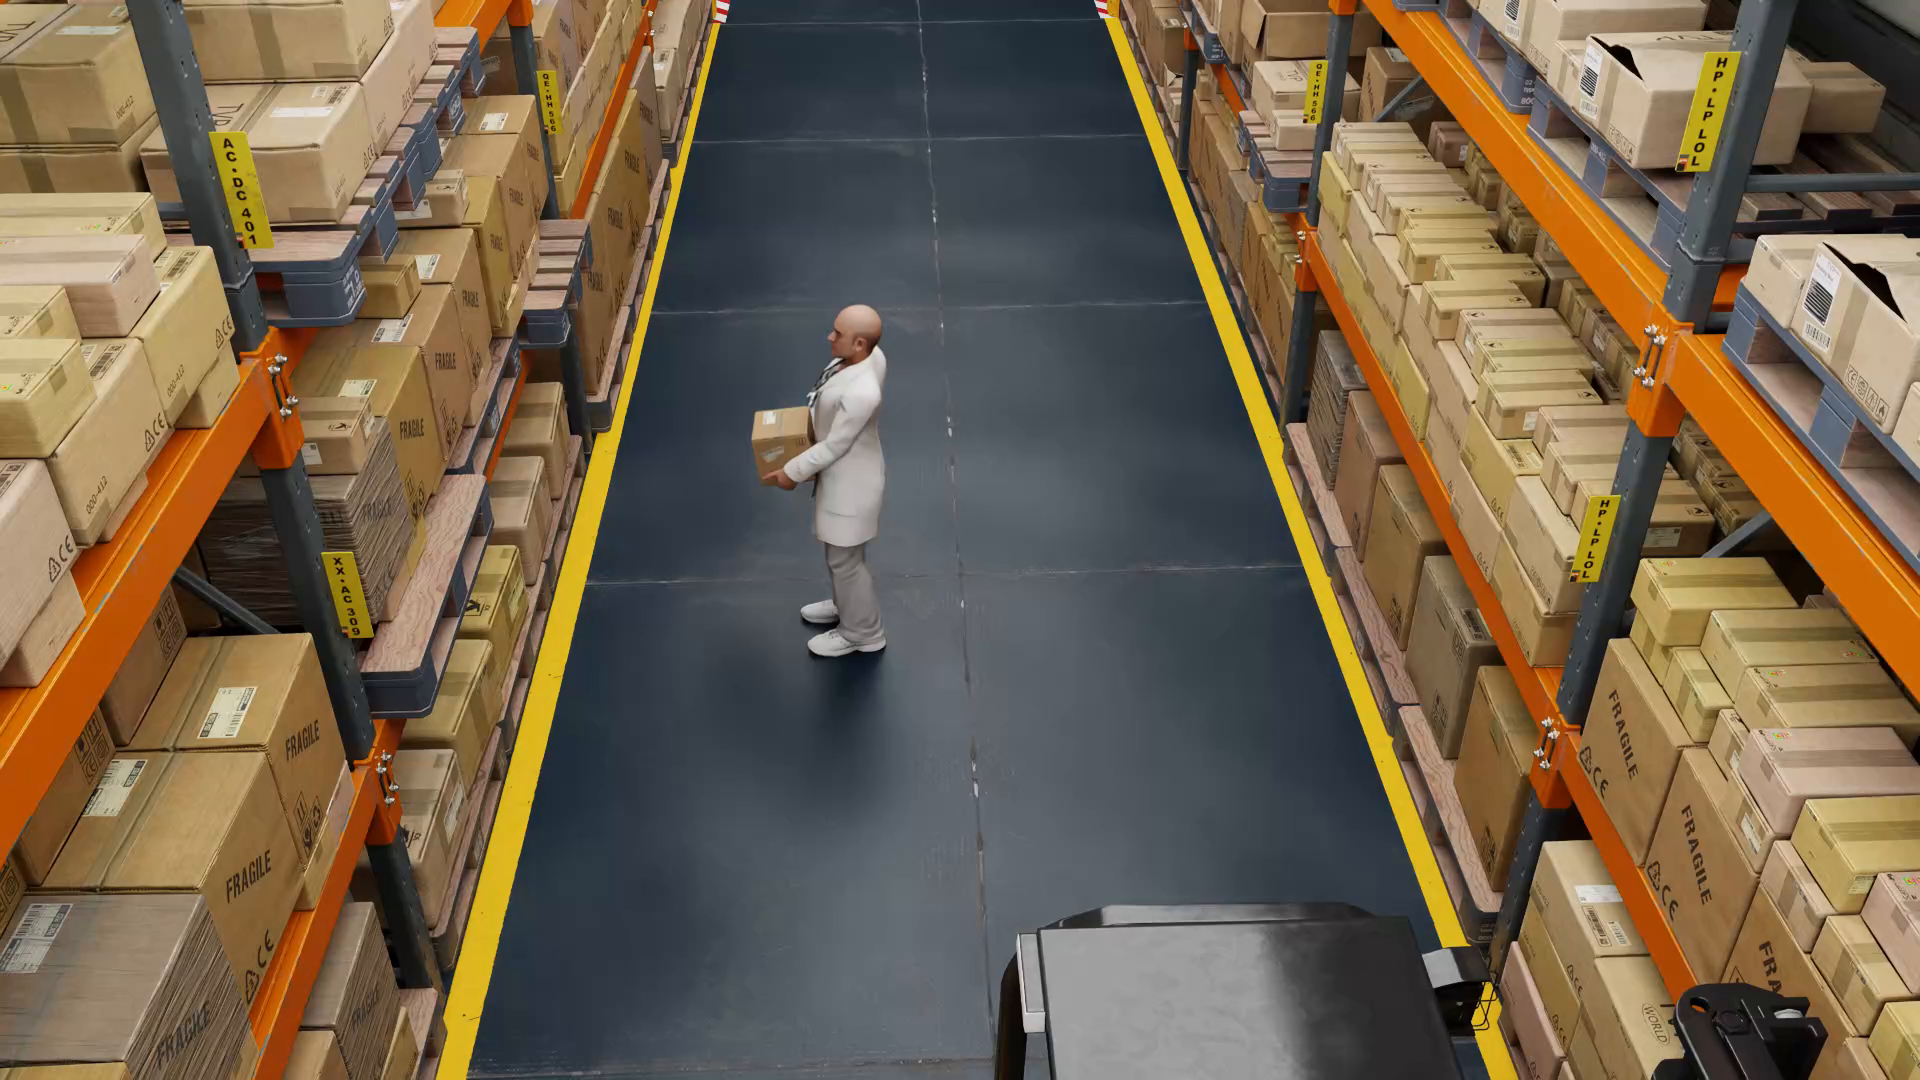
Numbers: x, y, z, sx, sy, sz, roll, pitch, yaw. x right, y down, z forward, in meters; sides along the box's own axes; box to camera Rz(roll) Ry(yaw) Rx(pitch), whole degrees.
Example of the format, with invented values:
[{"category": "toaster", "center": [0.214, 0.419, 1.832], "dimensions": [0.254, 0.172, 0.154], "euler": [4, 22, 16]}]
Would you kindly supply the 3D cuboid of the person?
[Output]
[{"category": "person", "center": [-0.607, -0.273, 7.609], "dimensions": [0.561, 1.772, 0.529], "euler": [-1, 35, -1]}]
